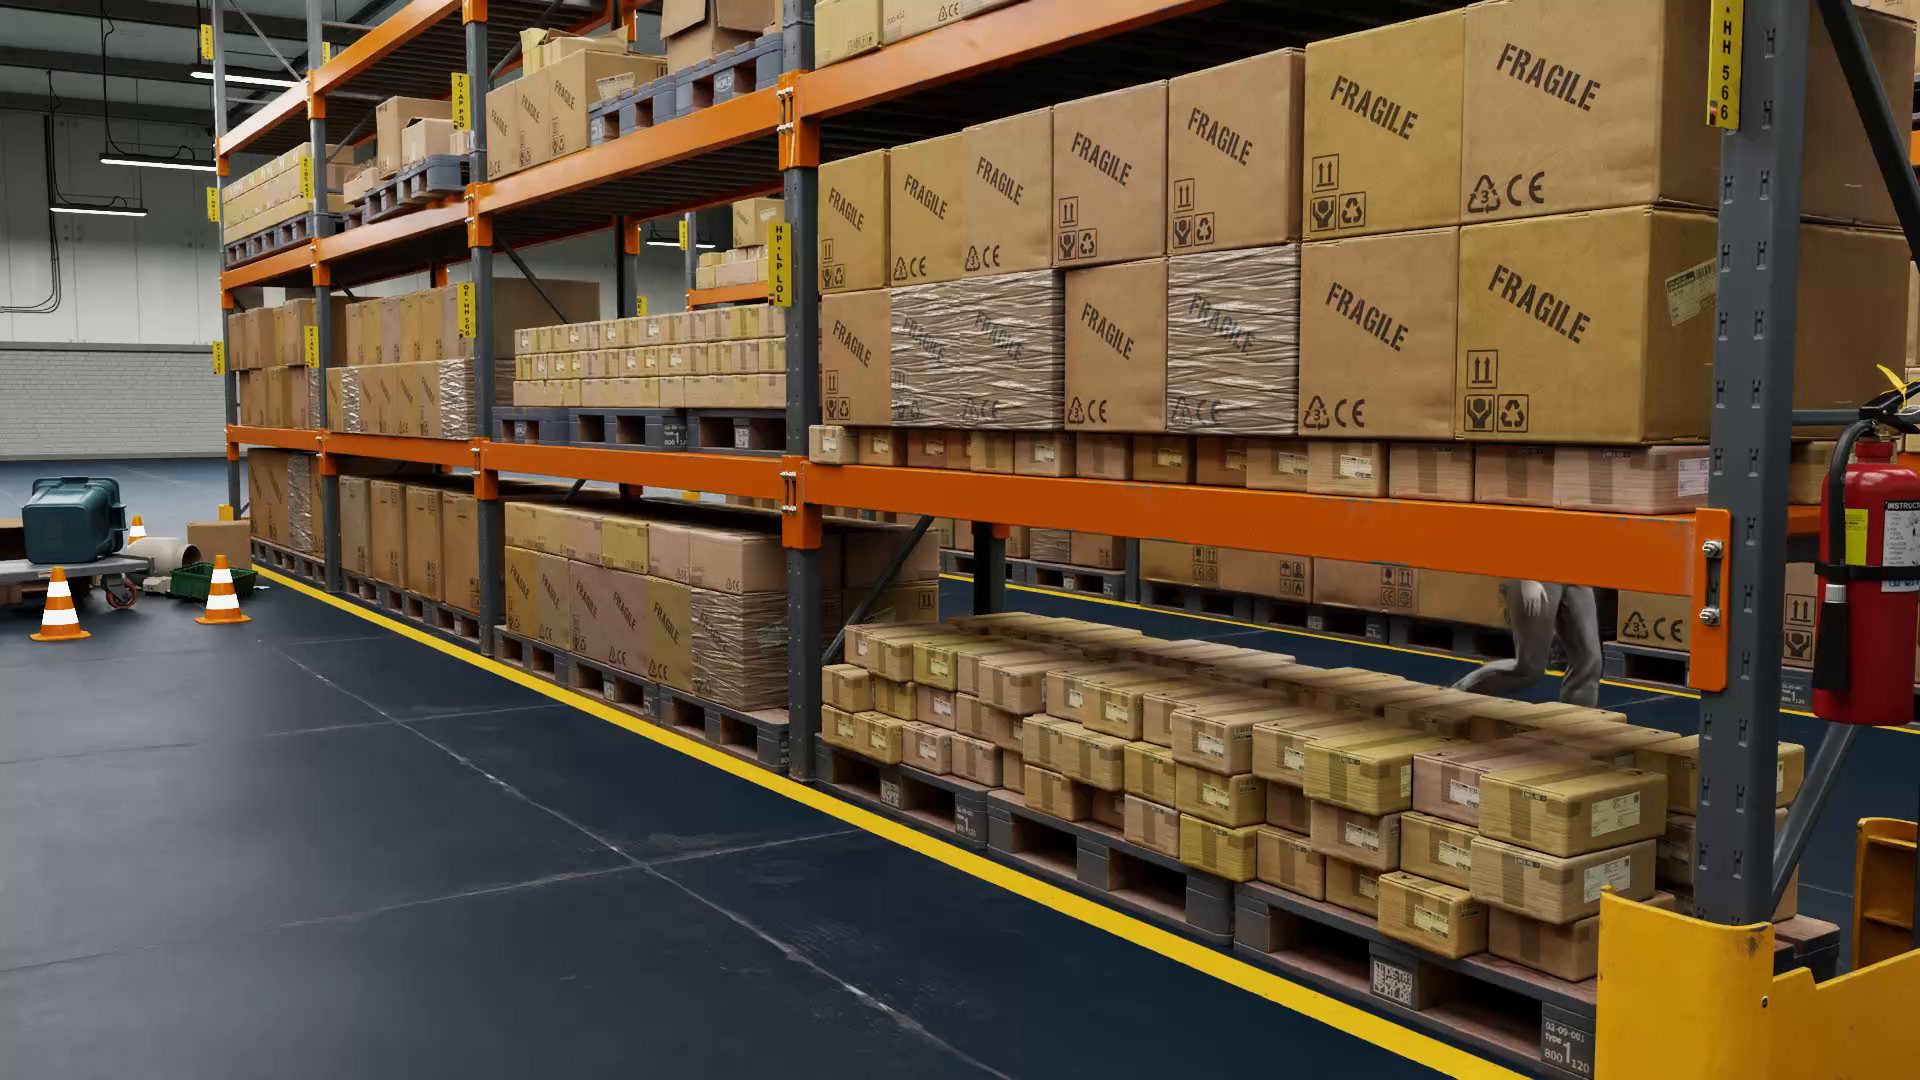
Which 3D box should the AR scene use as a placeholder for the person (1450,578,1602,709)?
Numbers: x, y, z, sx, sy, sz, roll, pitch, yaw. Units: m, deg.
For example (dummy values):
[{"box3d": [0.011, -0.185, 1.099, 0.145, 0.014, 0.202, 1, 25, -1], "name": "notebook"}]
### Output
[{"box3d": [2.348, 0.124, 6.790, 0.494, 1.658, 0.811, -5, 7, -44], "name": "person"}]
